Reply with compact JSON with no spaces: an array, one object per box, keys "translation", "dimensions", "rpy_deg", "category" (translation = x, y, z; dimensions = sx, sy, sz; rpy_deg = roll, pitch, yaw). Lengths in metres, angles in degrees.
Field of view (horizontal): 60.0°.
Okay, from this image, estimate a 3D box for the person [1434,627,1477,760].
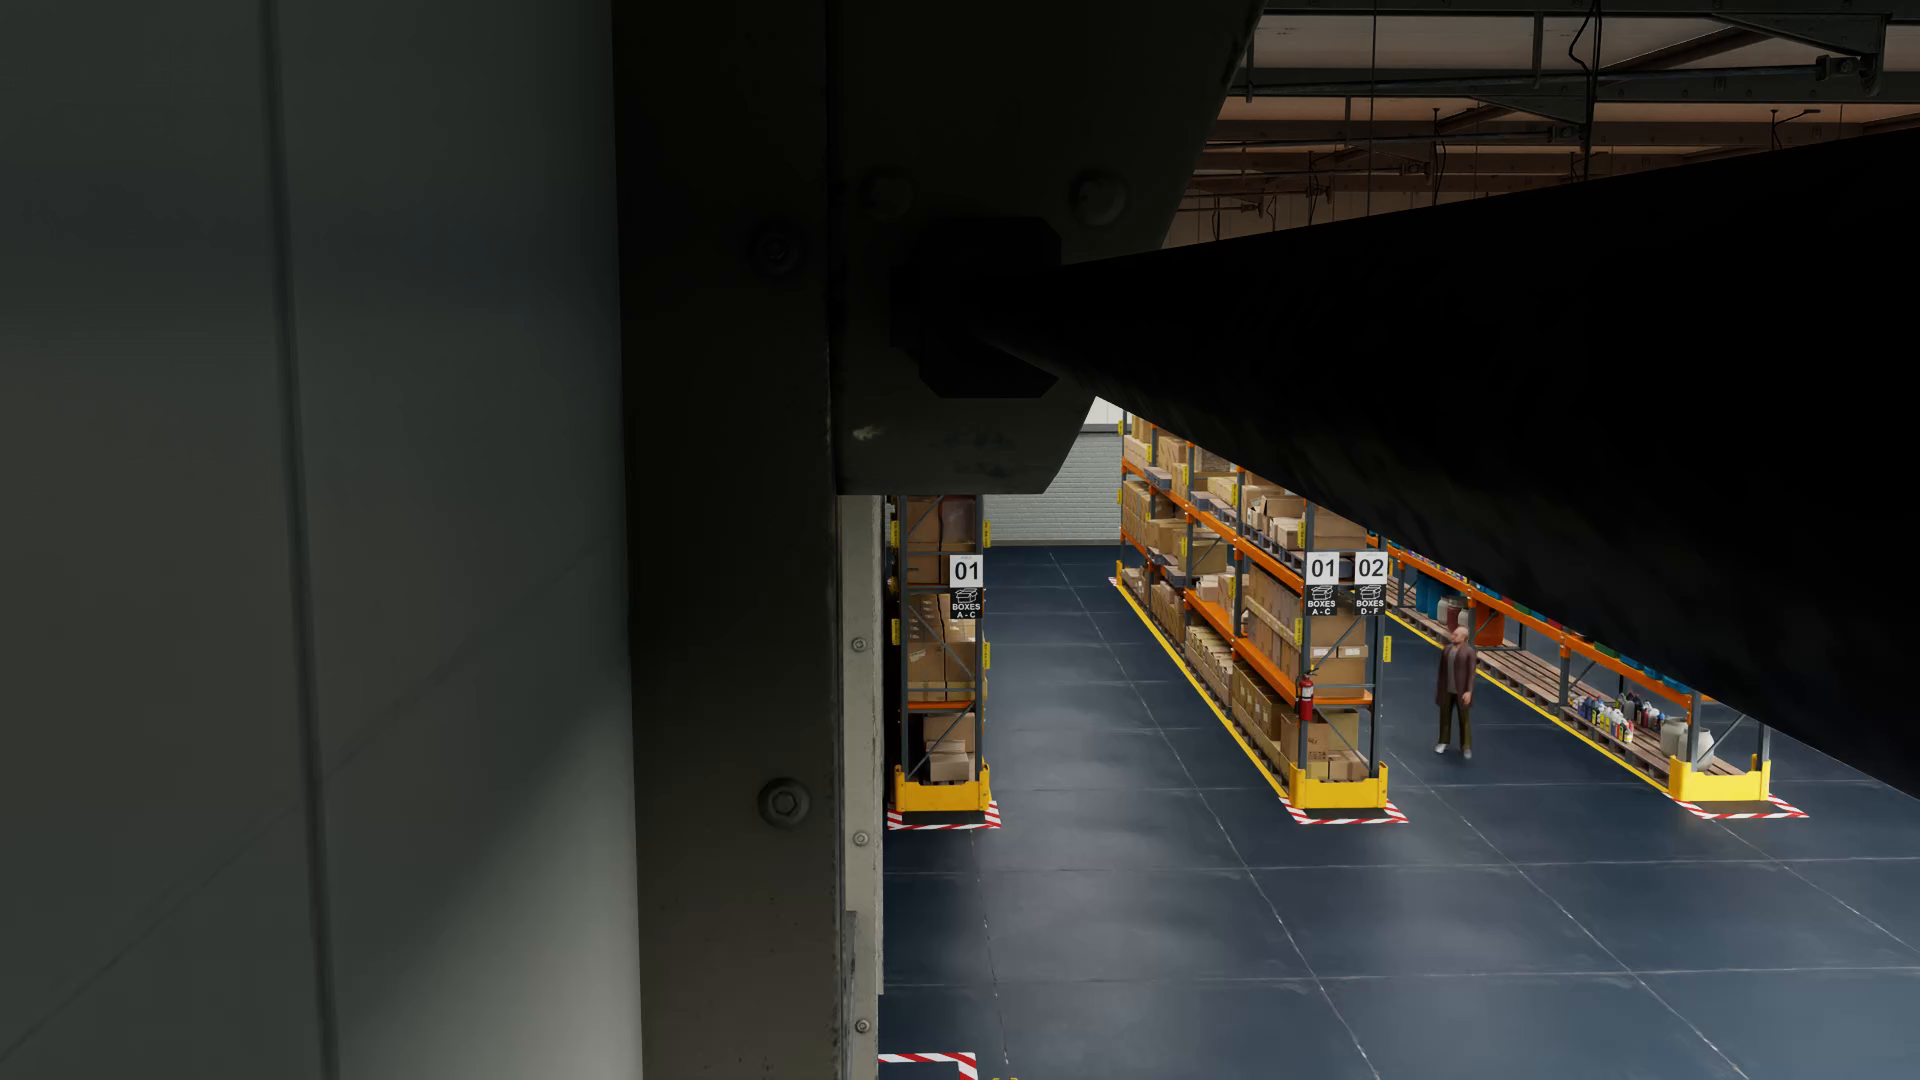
[{"translation":[6.846,2.095,22.954],"dimensions":[0.595,1.815,0.420],"rpy_deg":[6,10,34],"category":"person"}]
